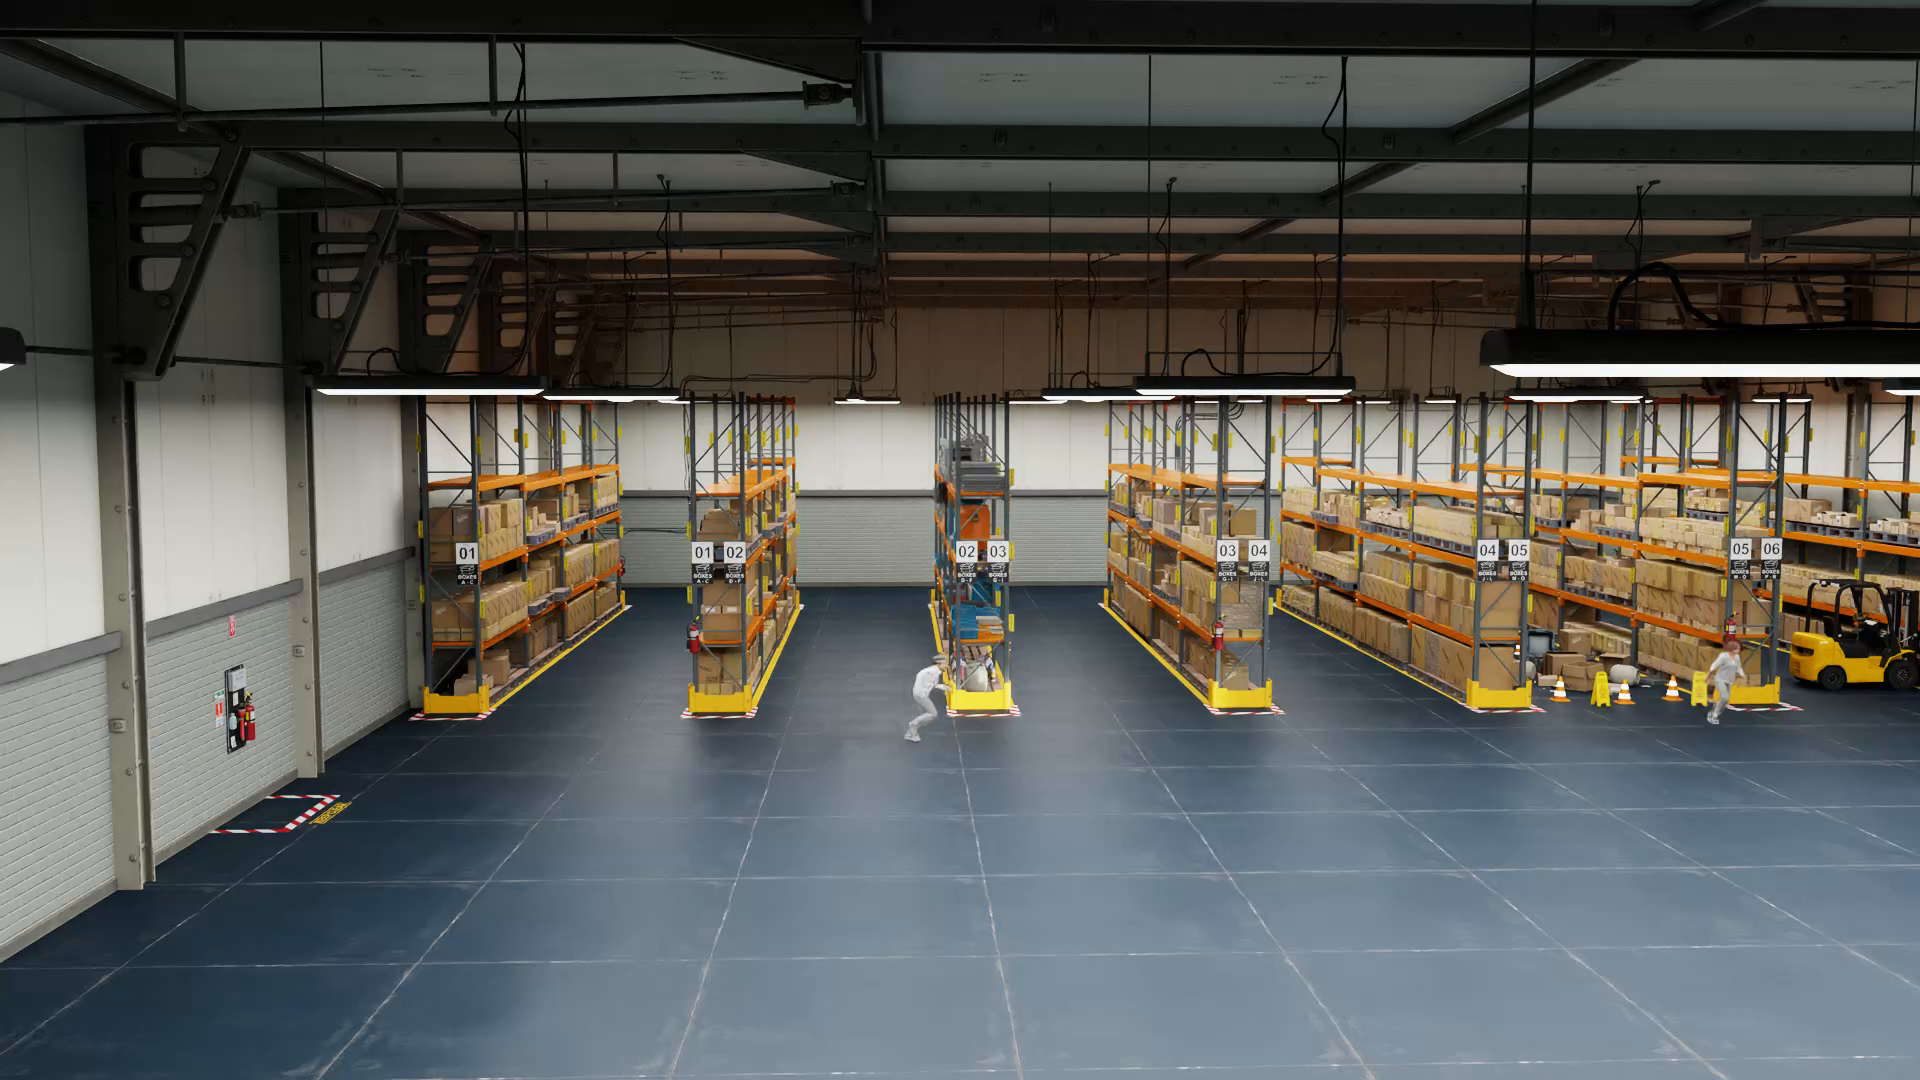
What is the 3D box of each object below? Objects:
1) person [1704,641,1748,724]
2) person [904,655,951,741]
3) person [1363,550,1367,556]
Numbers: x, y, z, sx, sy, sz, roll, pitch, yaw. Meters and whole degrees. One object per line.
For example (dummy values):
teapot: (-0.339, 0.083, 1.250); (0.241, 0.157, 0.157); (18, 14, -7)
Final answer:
person: (13.737, 2.563, 29.822); (0.527, 1.547, 0.685); (-2, 5, -19)
person: (-0.562, 2.707, 28.388); (0.802, 1.493, 0.645); (1, 5, 9)
person: (11.367, 1.140, 46.565); (0.681, 1.733, 0.585); (-2, 5, -21)
